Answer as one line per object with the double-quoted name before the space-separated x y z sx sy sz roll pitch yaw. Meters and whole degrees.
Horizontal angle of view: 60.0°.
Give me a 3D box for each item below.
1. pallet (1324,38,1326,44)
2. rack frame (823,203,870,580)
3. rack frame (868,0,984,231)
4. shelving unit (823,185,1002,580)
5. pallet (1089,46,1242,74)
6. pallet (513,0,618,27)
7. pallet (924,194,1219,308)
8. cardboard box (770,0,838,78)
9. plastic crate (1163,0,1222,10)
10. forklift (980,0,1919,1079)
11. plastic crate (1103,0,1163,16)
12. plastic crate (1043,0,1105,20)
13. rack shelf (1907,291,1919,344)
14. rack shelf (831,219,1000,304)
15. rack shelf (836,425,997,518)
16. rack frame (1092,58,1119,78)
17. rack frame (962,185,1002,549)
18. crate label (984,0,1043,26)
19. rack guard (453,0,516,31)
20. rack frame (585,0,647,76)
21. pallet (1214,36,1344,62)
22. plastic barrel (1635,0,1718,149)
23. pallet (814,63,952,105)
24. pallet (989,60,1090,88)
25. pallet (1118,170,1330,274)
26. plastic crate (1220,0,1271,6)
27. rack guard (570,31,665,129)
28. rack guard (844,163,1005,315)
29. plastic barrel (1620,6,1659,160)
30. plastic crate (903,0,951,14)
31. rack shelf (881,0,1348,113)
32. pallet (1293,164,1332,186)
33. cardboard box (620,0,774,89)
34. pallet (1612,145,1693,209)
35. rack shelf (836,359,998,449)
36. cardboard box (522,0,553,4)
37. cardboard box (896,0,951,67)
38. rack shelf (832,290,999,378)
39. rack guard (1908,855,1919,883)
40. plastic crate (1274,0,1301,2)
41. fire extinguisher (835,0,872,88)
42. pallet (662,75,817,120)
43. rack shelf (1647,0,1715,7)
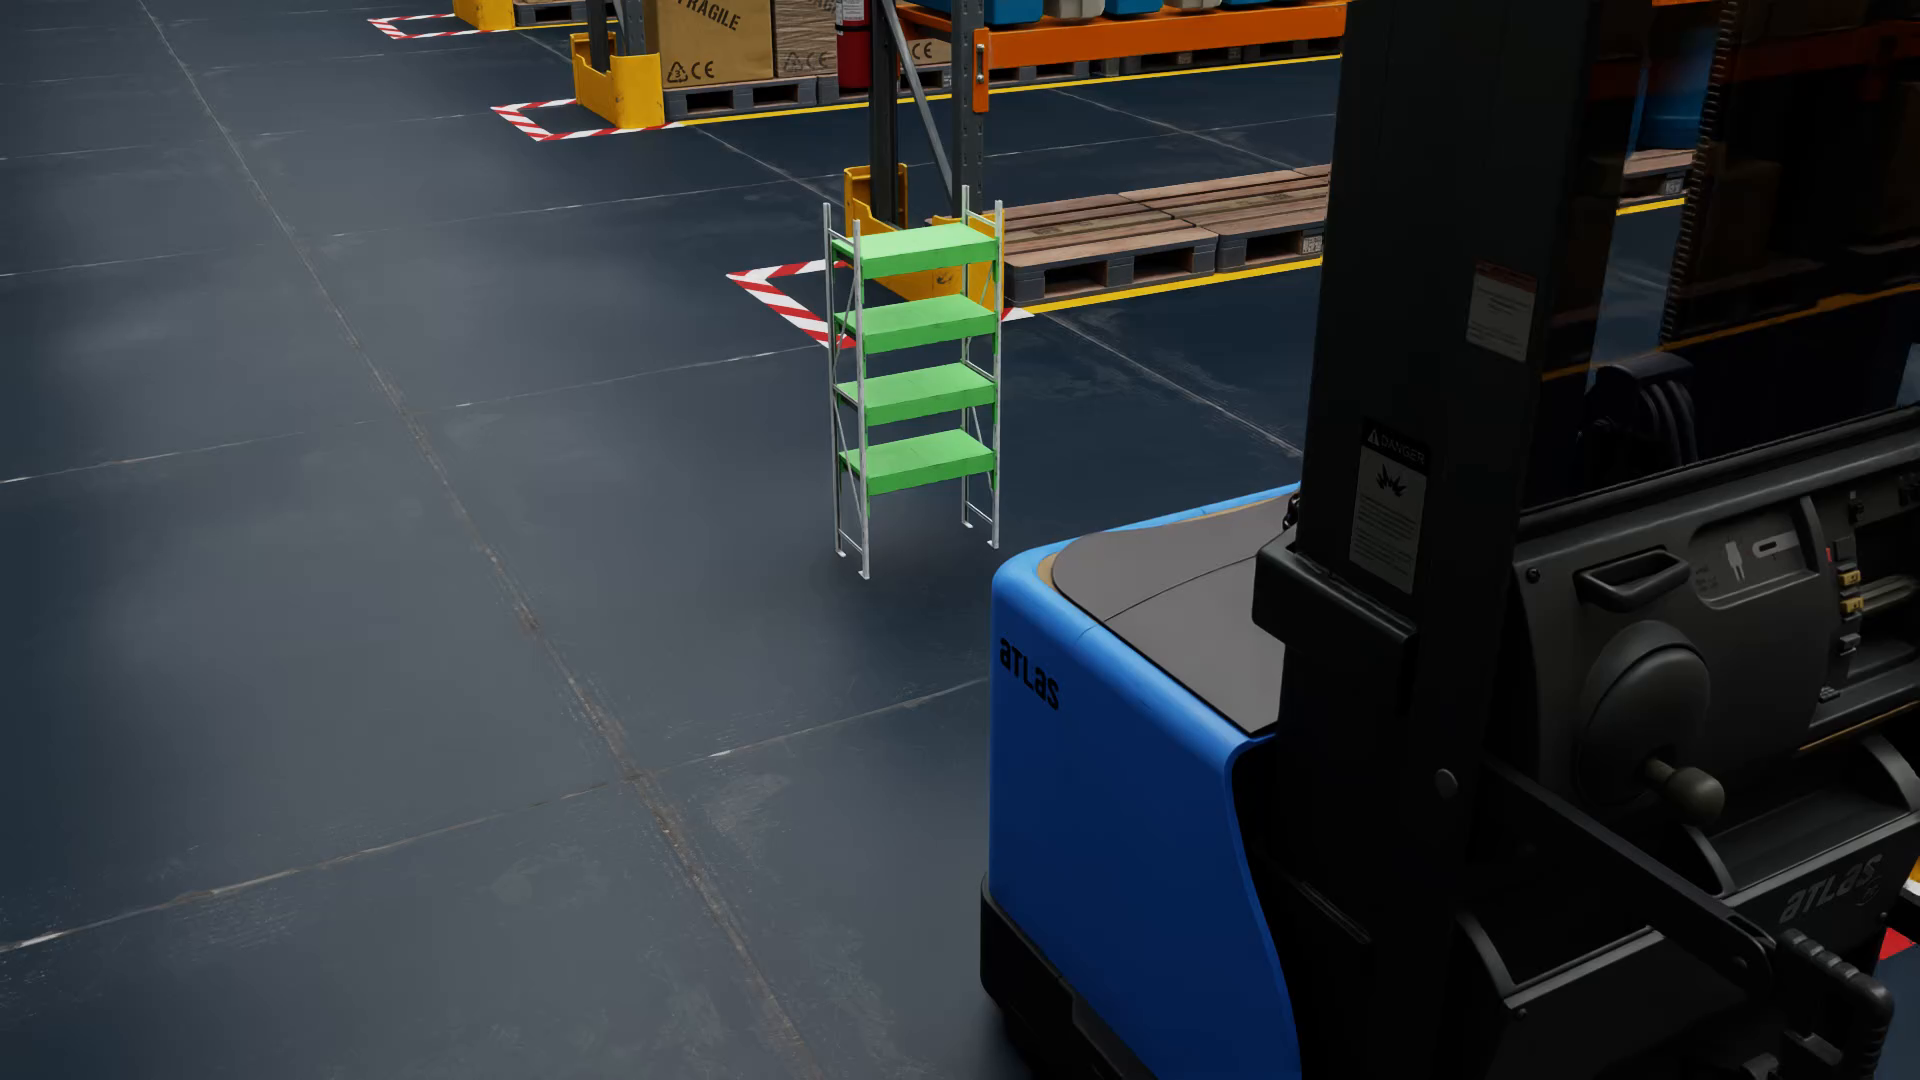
"pallet" 3.819 -4.770 15.441 1.213 0.211 1.003 -13 29 -25
"rack frame" -0.361 -0.457 5.317 0.015 1.200 0.240 -13 29 -25
"rack frame" -0.178 -2.638 7.779 0.127 3.000 1.000 -13 29 -25
"shelving unit" -0.146 -0.507 5.420 0.503 1.200 0.258 -13 29 -25
"pallet" 1.666 -4.273 14.406 1.213 0.211 1.003 -13 29 -25
"pallet" -3.953 -5.355 16.659 1.213 0.211 1.003 -13 29 -25
"pallet" 0.568 -1.534 8.702 1.213 0.211 1.003 -13 29 -25
"cardboard box" -1.179 -4.107 12.809 0.875 0.875 0.875 -13 29 -25
"plastic crate" 1.115 -2.643 8.024 0.298 0.136 0.250 -13 29 -25
"forklift" 1.200 0.134 2.084 1.130 2.935 3.031 -14 29 -26
"plastic crate" 0.775 -2.648 7.924 0.300 0.233 0.416 -13 29 -25
"plastic crate" 0.516 -2.505 7.736 0.298 0.136 0.250 -13 29 -25
"rack shelf" 3.914 -0.829 4.841 4.000 0.370 1.077 -13 29 -25
"rack shelf" -0.146 -0.882 5.240 0.480 0.148 0.258 -13 29 -25
"rack shelf" -0.146 -0.233 5.552 0.480 0.148 0.258 -13 29 -25
"rack frame" 1.021 -5.344 13.416 0.127 3.000 1.000 -13 29 -25
"rack frame" 0.069 -0.557 5.524 0.015 1.200 0.240 -13 29 -25
"crate label" 0.194 -2.514 7.645 0.303 0.233 0.416 -13 29 -25
"rack guard" -4.687 -5.333 16.280 0.348 0.500 1.175 -13 29 -25
"rack frame" -2.509 -4.530 11.719 0.127 3.000 1.000 -13 29 -25
"pallet" 2.744 -4.523 14.928 1.213 0.211 1.003 -13 29 -25
"plastic barrel" 4.464 -2.945 10.357 0.708 0.901 0.600 -13 29 -25
"pallet" -0.765 -3.712 13.238 1.213 0.211 1.003 -13 29 -25
"pallet" 0.313 -3.962 13.759 1.213 0.211 1.003 -13 29 -25
"pallet" 1.643 -1.781 9.215 1.213 0.211 1.003 -13 29 -25
"plastic crate" 1.356 -2.782 8.204 0.300 0.233 0.416 -13 29 -25
"rack guard" -2.530 -3.398 12.250 0.348 0.500 1.175 -13 29 -25
"rack guard" -0.193 -1.501 8.300 0.348 0.500 1.175 -13 29 -25
"plastic barrel" 3.839 -2.800 10.056 0.708 0.901 0.600 -13 29 -25
"plastic crate" 0.029 -2.821 8.049 0.499 0.435 0.616 -13 29 -25
"rack shelf" 1.586 -2.721 8.783 4.000 0.370 1.077 -13 29 -25
"pallet" 2.721 -2.031 9.737 1.213 0.211 1.003 -13 29 -25
"cardboard box" -1.982 -3.922 12.423 0.875 0.875 0.875 -13 29 -25
"pallet" 4.052 -2.337 10.374 1.213 0.211 1.003 -13 29 -25
"rack shelf" -0.146 -0.450 5.448 0.480 0.148 0.258 -13 29 -25
"cardboard box" -4.141 -5.333 16.201 0.250 0.149 0.380 -12 28 -24
"cardboard box" -0.394 -4.289 13.186 0.875 0.875 0.875 -13 29 -25
"rack shelf" -0.146 -0.666 5.344 0.480 0.148 0.258 -13 29 -25
"rack guard" 2.216 0.366 4.411 0.348 0.500 1.175 -13 29 -25
"plastic crate" 1.621 -2.844 8.331 0.300 0.233 0.416 -13 29 -25
"fire extinguisher" -0.525 -2.578 8.174 0.183 0.674 0.296 -13 29 -25
"pallet" -1.840 -3.465 12.724 1.213 0.211 1.003 -13 29 -25
"rack shelf" 5.116 -3.536 10.480 4.000 0.370 1.077 -13 29 -25
